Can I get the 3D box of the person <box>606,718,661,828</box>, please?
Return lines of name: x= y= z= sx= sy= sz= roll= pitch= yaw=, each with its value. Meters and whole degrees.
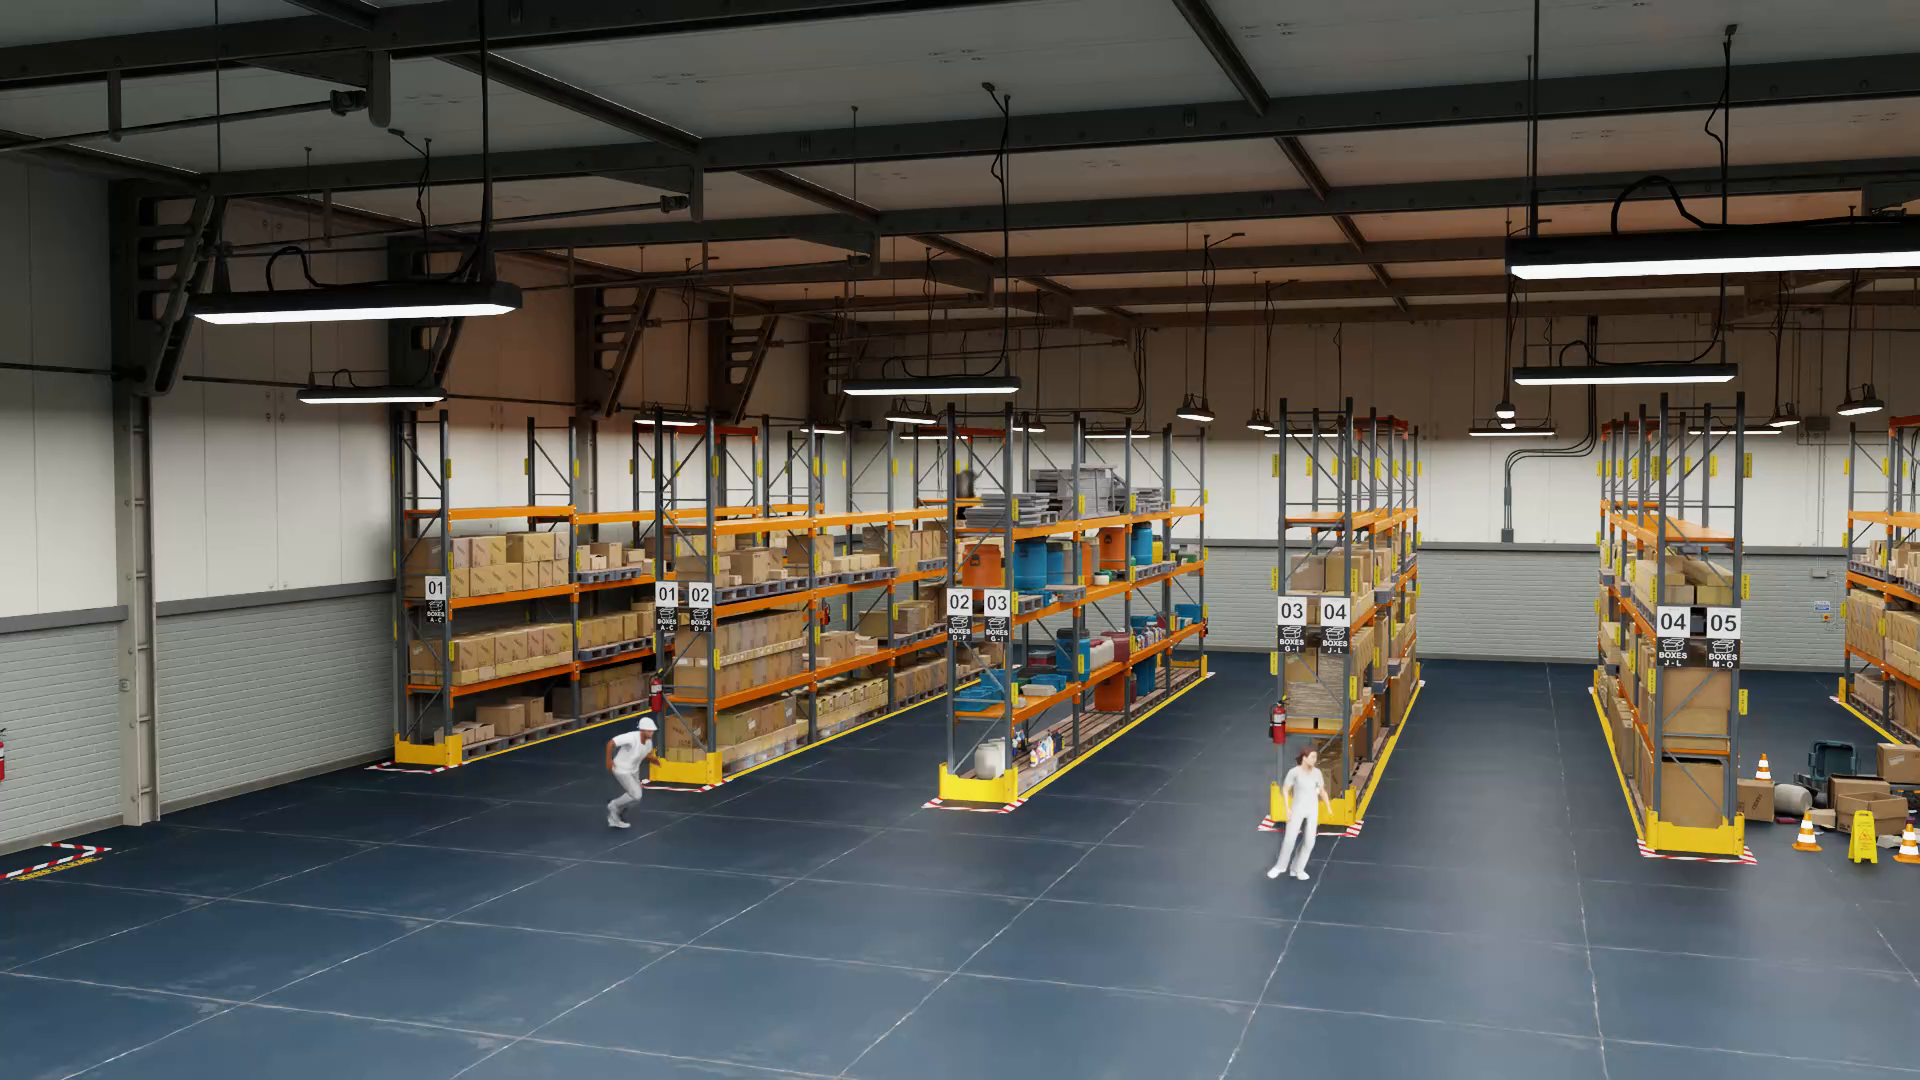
person: x=-4.547 y=3.228 z=22.964 sx=0.827 sy=1.574 sz=0.735 roll=1 pitch=3 yaw=26

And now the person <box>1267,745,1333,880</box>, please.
person: x=4.111 y=3.314 z=20.151 sx=0.711 sy=1.646 sz=0.547 roll=-1 pitch=3 yaw=-14
